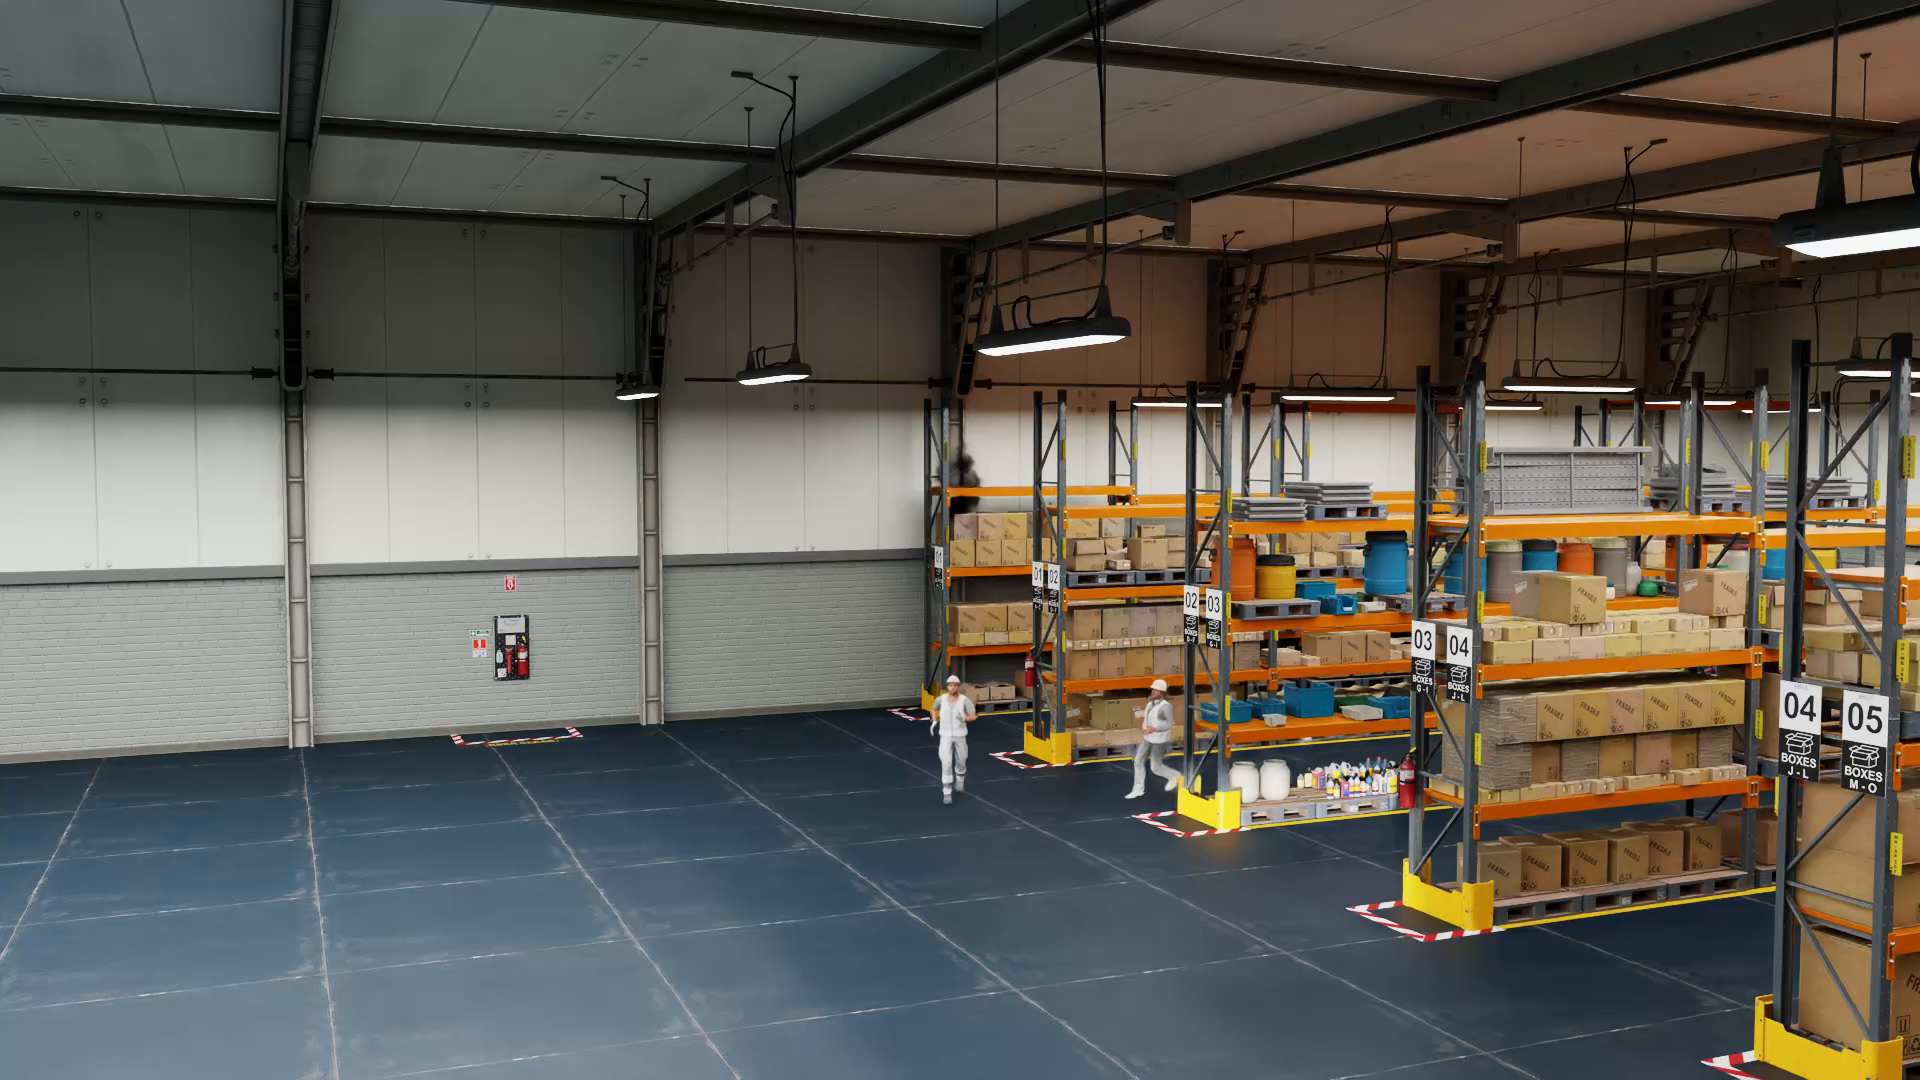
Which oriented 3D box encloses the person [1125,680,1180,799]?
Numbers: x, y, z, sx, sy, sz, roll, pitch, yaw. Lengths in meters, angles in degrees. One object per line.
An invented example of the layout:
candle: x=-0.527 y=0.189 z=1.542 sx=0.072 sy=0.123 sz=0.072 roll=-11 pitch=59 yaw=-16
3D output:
person: x=2.878 y=2.886 z=24.070 sx=0.862 sy=1.764 sz=0.697 roll=-2 pitch=4 yaw=-27

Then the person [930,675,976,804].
person: x=-0.097 y=2.831 z=23.924 sx=0.660 sy=1.770 sz=1.005 roll=0 pitch=3 yaw=2
